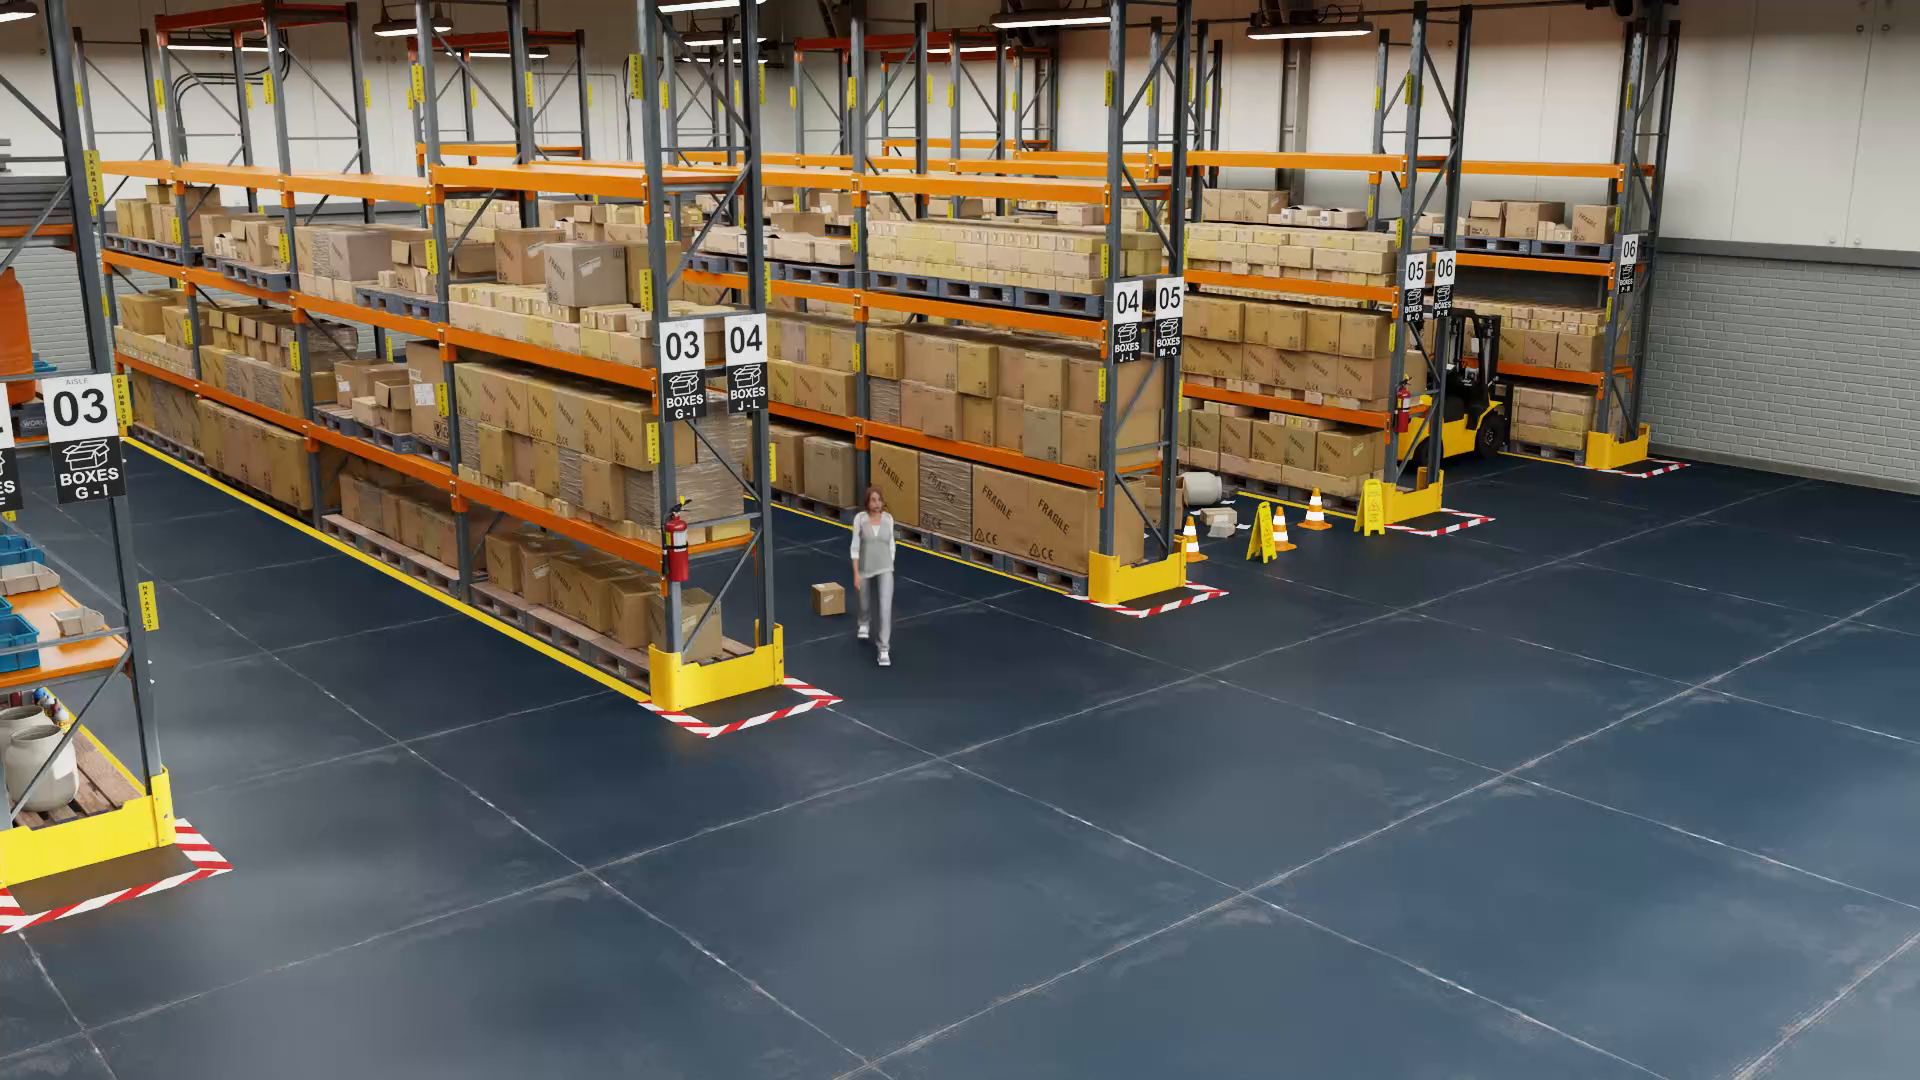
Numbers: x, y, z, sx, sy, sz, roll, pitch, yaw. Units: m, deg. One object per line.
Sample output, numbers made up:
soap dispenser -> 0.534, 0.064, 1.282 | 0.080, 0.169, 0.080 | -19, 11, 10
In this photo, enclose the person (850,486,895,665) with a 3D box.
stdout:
person -> -0.780, 0.272, 14.931 | 0.413, 1.545, 0.929 | -2, 14, -7
